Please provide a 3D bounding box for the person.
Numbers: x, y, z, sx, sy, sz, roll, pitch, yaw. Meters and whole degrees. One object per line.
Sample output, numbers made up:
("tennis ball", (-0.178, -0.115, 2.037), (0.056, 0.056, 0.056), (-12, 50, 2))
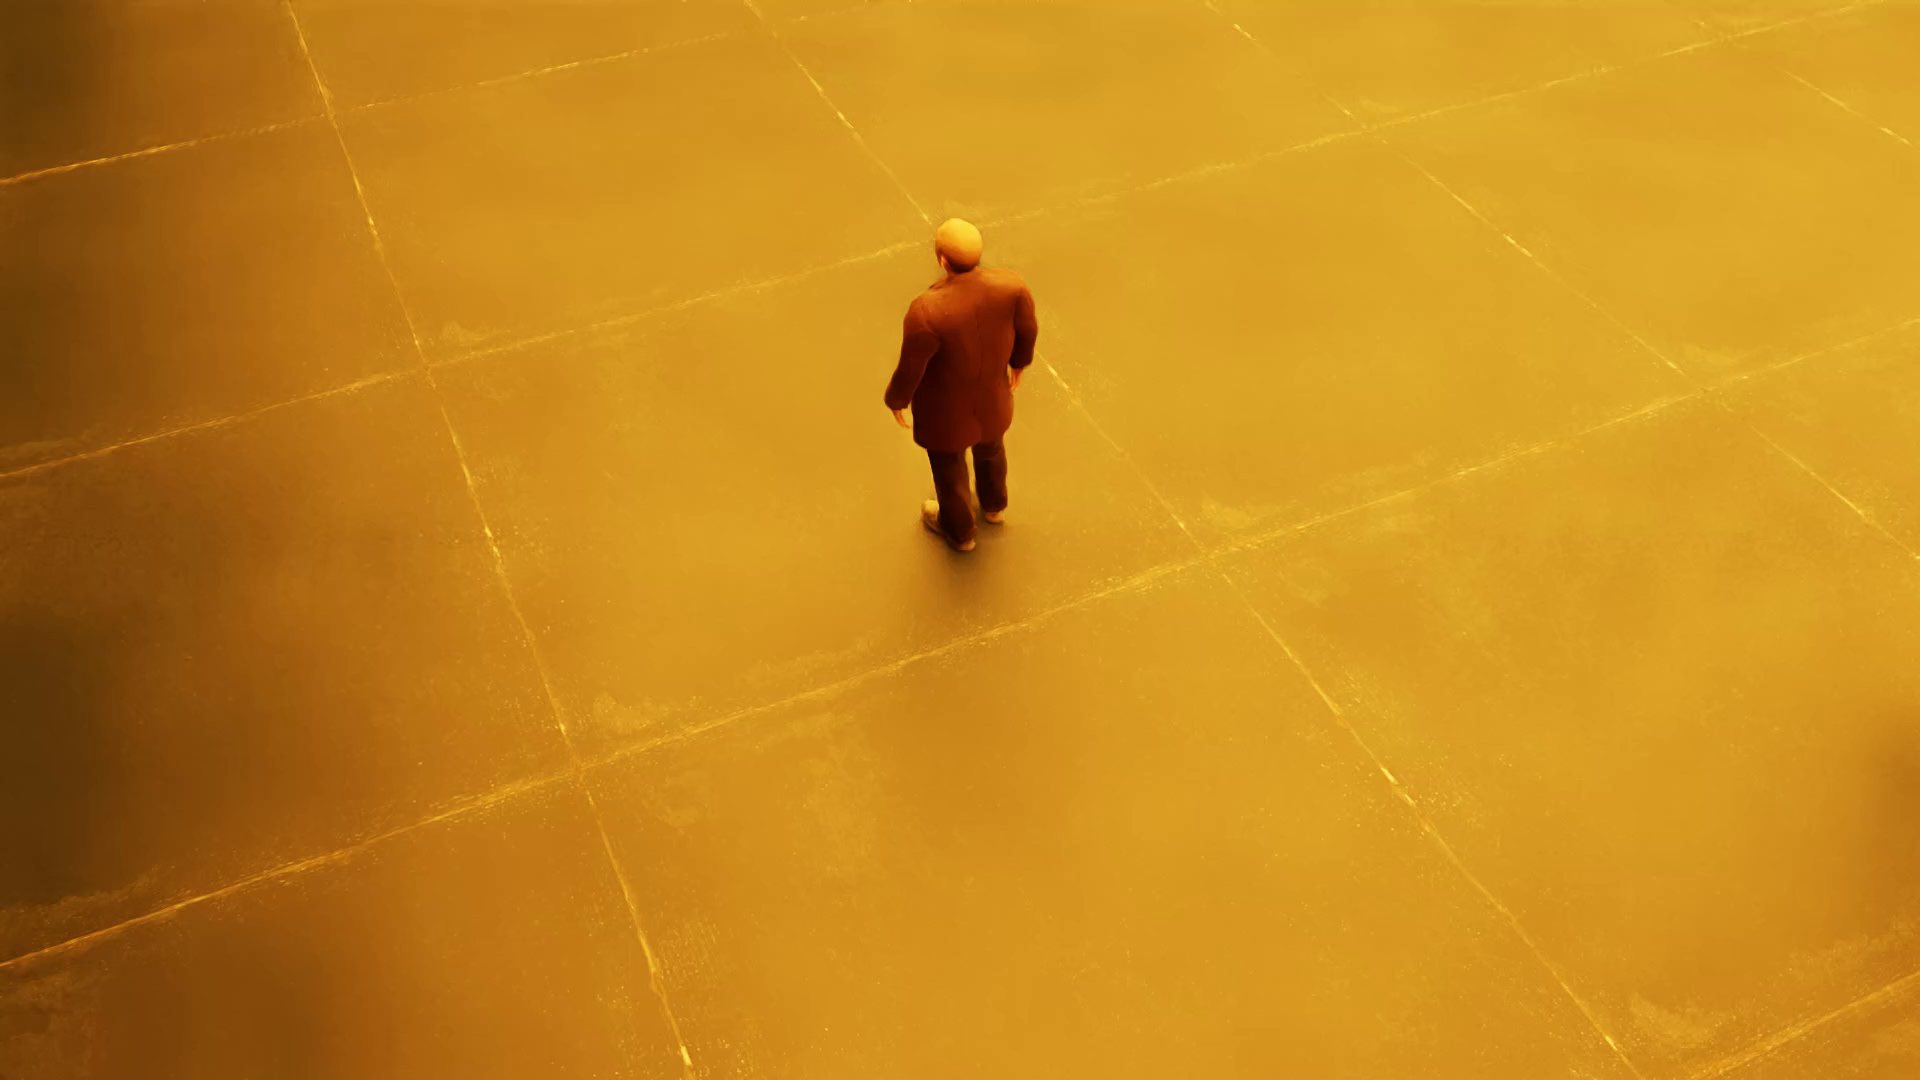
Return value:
("person", (-0.034, -0.713, 7.279), (0.694, 1.776, 0.580), (-18, 46, -18))
